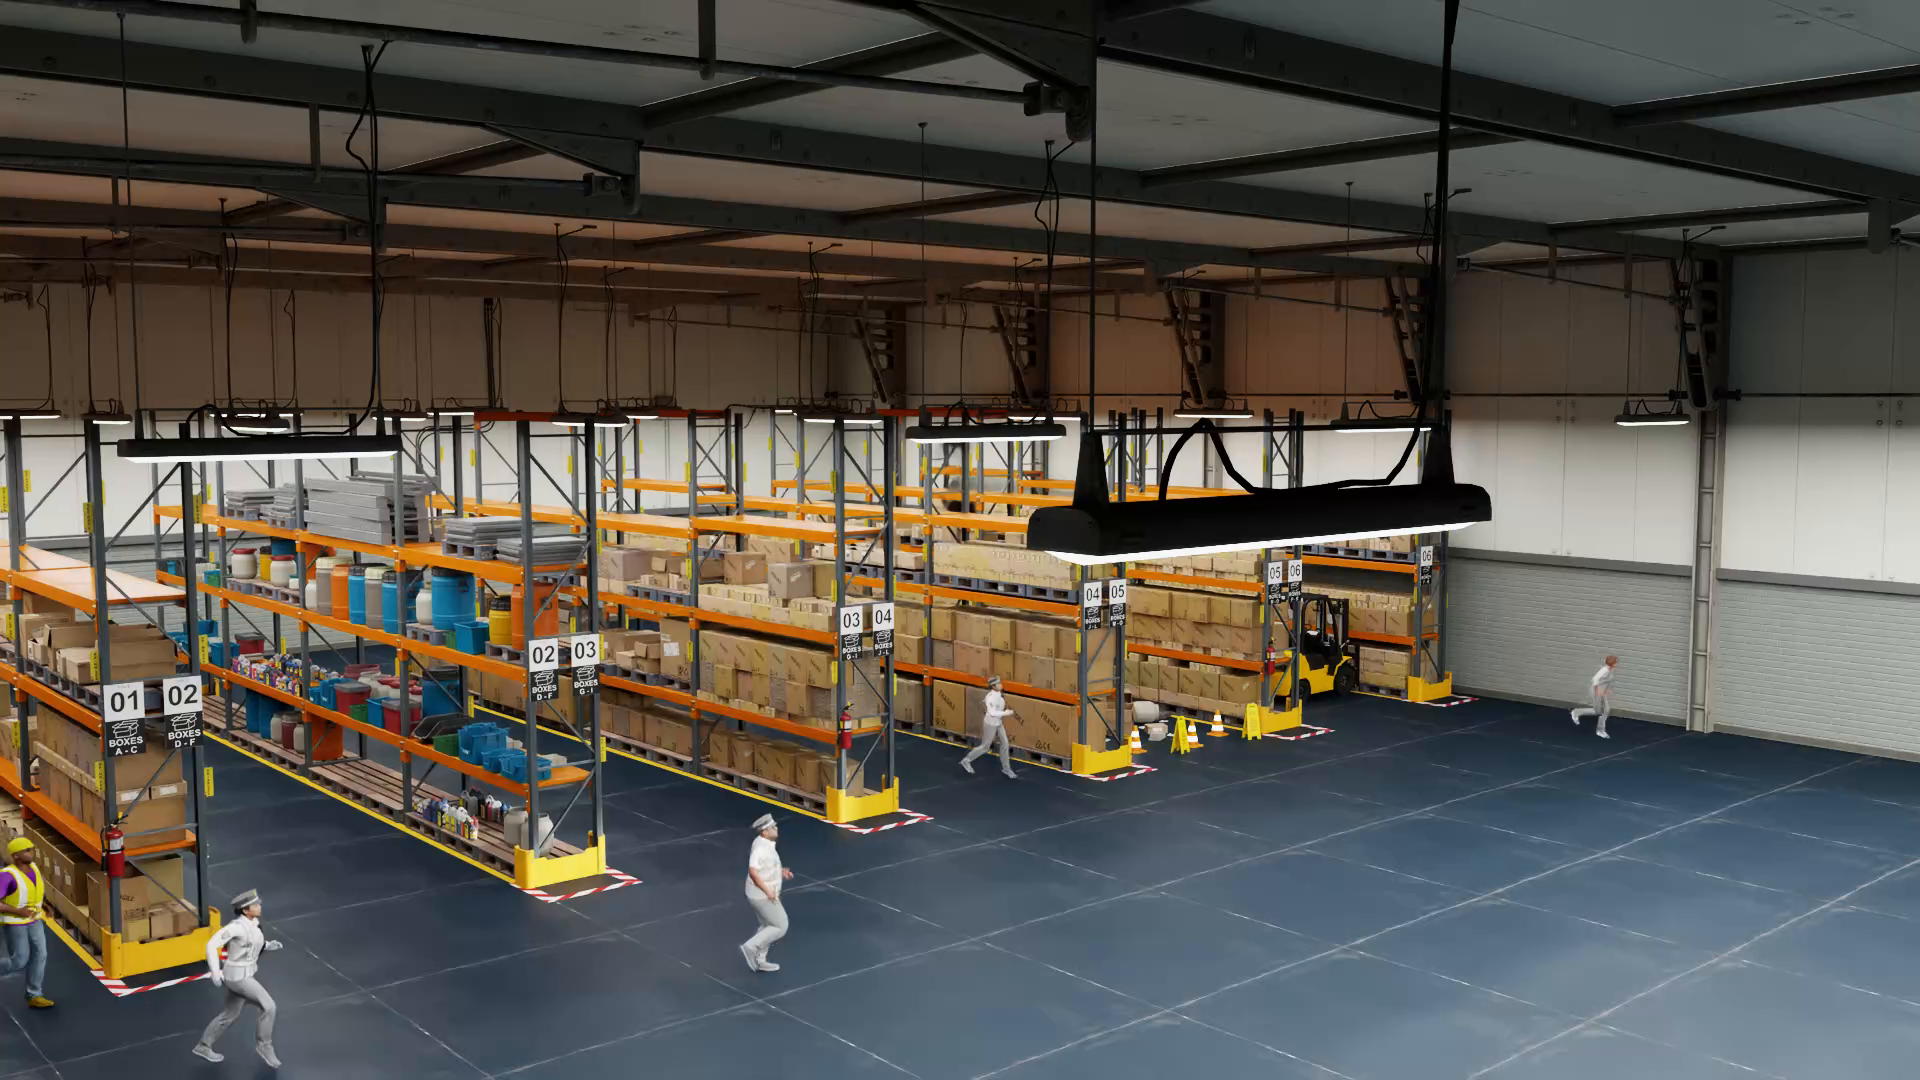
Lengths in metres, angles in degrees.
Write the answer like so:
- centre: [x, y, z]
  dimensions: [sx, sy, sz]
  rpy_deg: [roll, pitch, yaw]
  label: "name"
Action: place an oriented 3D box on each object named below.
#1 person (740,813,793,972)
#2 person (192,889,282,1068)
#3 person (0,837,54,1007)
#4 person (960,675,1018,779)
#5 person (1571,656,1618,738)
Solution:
- centre: [-2.115, 3.864, 18.257]
  dimensions: [0.609, 1.748, 0.649]
  rpy_deg: [-1, 5, -14]
  label: "person"
- centre: [-6.785, 4.129, 15.586]
  dimensions: [0.829, 1.727, 0.636]
  rpy_deg: [-1, 5, -8]
  label: "person"
- centre: [-9.754, 3.951, 17.267]
  dimensions: [0.815, 1.741, 0.746]
  rpy_deg: [1, 5, 7]
  label: "person"
- centre: [0.496, 3.078, 27.470]
  dimensions: [0.930, 1.719, 0.619]
  rpy_deg: [2, 5, 17]
  label: "person"
- centre: [11.798, 2.883, 30.853]
  dimensions: [0.761, 1.545, 0.538]
  rpy_deg: [3, 6, 32]
  label: "person"
